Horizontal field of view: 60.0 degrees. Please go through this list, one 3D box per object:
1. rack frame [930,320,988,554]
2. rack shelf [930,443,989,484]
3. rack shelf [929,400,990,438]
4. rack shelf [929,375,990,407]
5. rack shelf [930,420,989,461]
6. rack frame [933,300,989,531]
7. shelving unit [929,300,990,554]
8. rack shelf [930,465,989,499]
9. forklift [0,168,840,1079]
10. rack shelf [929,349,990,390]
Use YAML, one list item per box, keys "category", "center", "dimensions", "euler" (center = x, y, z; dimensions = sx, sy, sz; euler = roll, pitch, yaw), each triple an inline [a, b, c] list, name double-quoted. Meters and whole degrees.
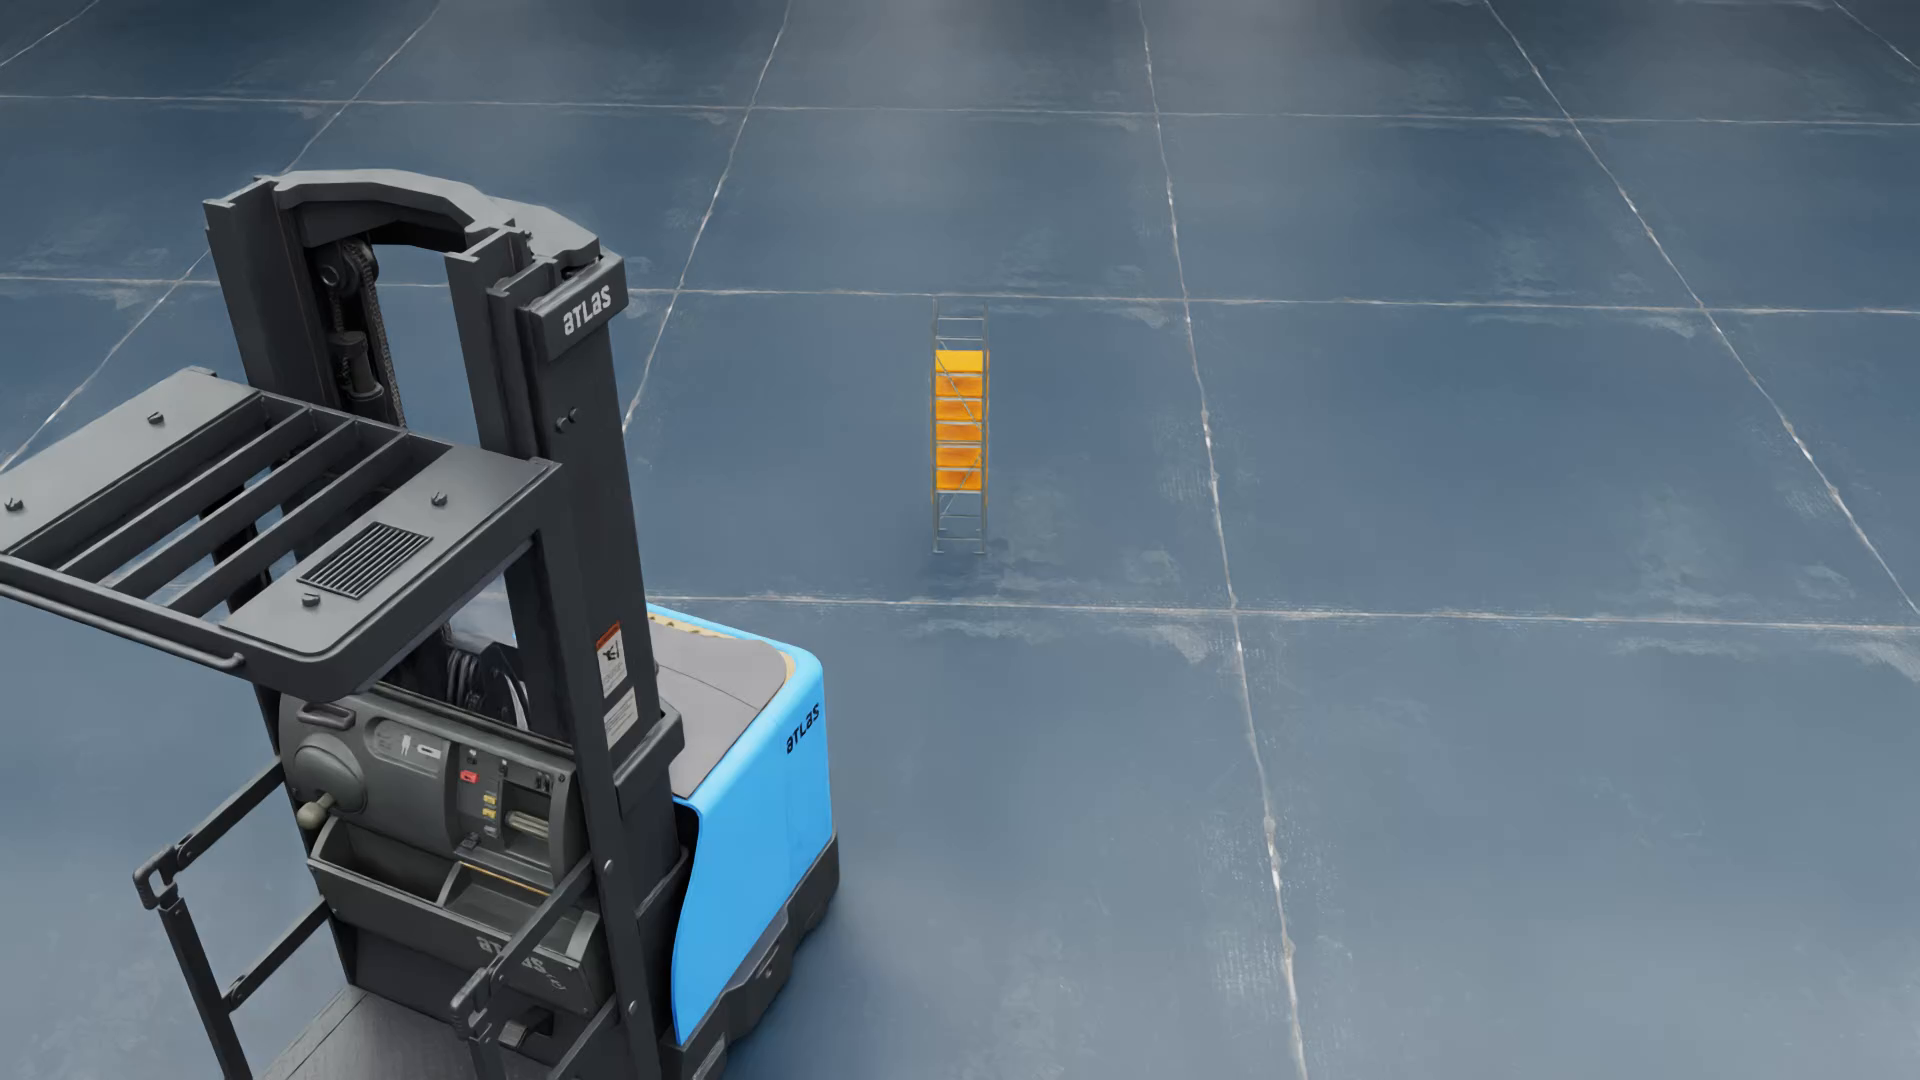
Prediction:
- category: "rack frame"
  center: [-0.004, -0.430, 7.318]
  dimensions: [0.240, 1.200, 0.006]
  euler: [1, 35, 2]
- category: "rack shelf"
  center: [-0.001, -0.348, 7.488]
  dimensions: [0.258, 0.103, 0.180]
  euler: [1, 35, 2]
- category: "rack shelf"
  center: [-0.001, -0.544, 7.350]
  dimensions: [0.258, 0.103, 0.180]
  euler: [1, 35, 2]
- category: "rack shelf"
  center: [-0.001, -0.643, 7.281]
  dimensions: [0.258, 0.103, 0.180]
  euler: [1, 35, 2]
- category: "rack shelf"
  center: [-0.001, -0.446, 7.419]
  dimensions: [0.258, 0.103, 0.180]
  euler: [1, 35, 2]
- category: "rack frame"
  center: [0.003, -0.535, 7.468]
  dimensions: [0.240, 1.200, 0.006]
  euler: [1, 35, 2]
- category: "shelving unit"
  center: [-0.001, -0.483, 7.393]
  dimensions: [0.258, 1.200, 0.189]
  euler: [1, 35, 2]
- category: "rack shelf"
  center: [-0.001, -0.250, 7.557]
  dimensions: [0.258, 0.103, 0.180]
  euler: [1, 35, 2]
- category: "forklift"
  center: [-1.495, 0.703, 4.200]
  dimensions: [1.130, 2.935, 3.031]
  euler: [15, 38, 20]
- category: "rack shelf"
  center: [-0.001, -0.741, 7.212]
  dimensions: [0.258, 0.103, 0.180]
  euler: [1, 35, 2]
